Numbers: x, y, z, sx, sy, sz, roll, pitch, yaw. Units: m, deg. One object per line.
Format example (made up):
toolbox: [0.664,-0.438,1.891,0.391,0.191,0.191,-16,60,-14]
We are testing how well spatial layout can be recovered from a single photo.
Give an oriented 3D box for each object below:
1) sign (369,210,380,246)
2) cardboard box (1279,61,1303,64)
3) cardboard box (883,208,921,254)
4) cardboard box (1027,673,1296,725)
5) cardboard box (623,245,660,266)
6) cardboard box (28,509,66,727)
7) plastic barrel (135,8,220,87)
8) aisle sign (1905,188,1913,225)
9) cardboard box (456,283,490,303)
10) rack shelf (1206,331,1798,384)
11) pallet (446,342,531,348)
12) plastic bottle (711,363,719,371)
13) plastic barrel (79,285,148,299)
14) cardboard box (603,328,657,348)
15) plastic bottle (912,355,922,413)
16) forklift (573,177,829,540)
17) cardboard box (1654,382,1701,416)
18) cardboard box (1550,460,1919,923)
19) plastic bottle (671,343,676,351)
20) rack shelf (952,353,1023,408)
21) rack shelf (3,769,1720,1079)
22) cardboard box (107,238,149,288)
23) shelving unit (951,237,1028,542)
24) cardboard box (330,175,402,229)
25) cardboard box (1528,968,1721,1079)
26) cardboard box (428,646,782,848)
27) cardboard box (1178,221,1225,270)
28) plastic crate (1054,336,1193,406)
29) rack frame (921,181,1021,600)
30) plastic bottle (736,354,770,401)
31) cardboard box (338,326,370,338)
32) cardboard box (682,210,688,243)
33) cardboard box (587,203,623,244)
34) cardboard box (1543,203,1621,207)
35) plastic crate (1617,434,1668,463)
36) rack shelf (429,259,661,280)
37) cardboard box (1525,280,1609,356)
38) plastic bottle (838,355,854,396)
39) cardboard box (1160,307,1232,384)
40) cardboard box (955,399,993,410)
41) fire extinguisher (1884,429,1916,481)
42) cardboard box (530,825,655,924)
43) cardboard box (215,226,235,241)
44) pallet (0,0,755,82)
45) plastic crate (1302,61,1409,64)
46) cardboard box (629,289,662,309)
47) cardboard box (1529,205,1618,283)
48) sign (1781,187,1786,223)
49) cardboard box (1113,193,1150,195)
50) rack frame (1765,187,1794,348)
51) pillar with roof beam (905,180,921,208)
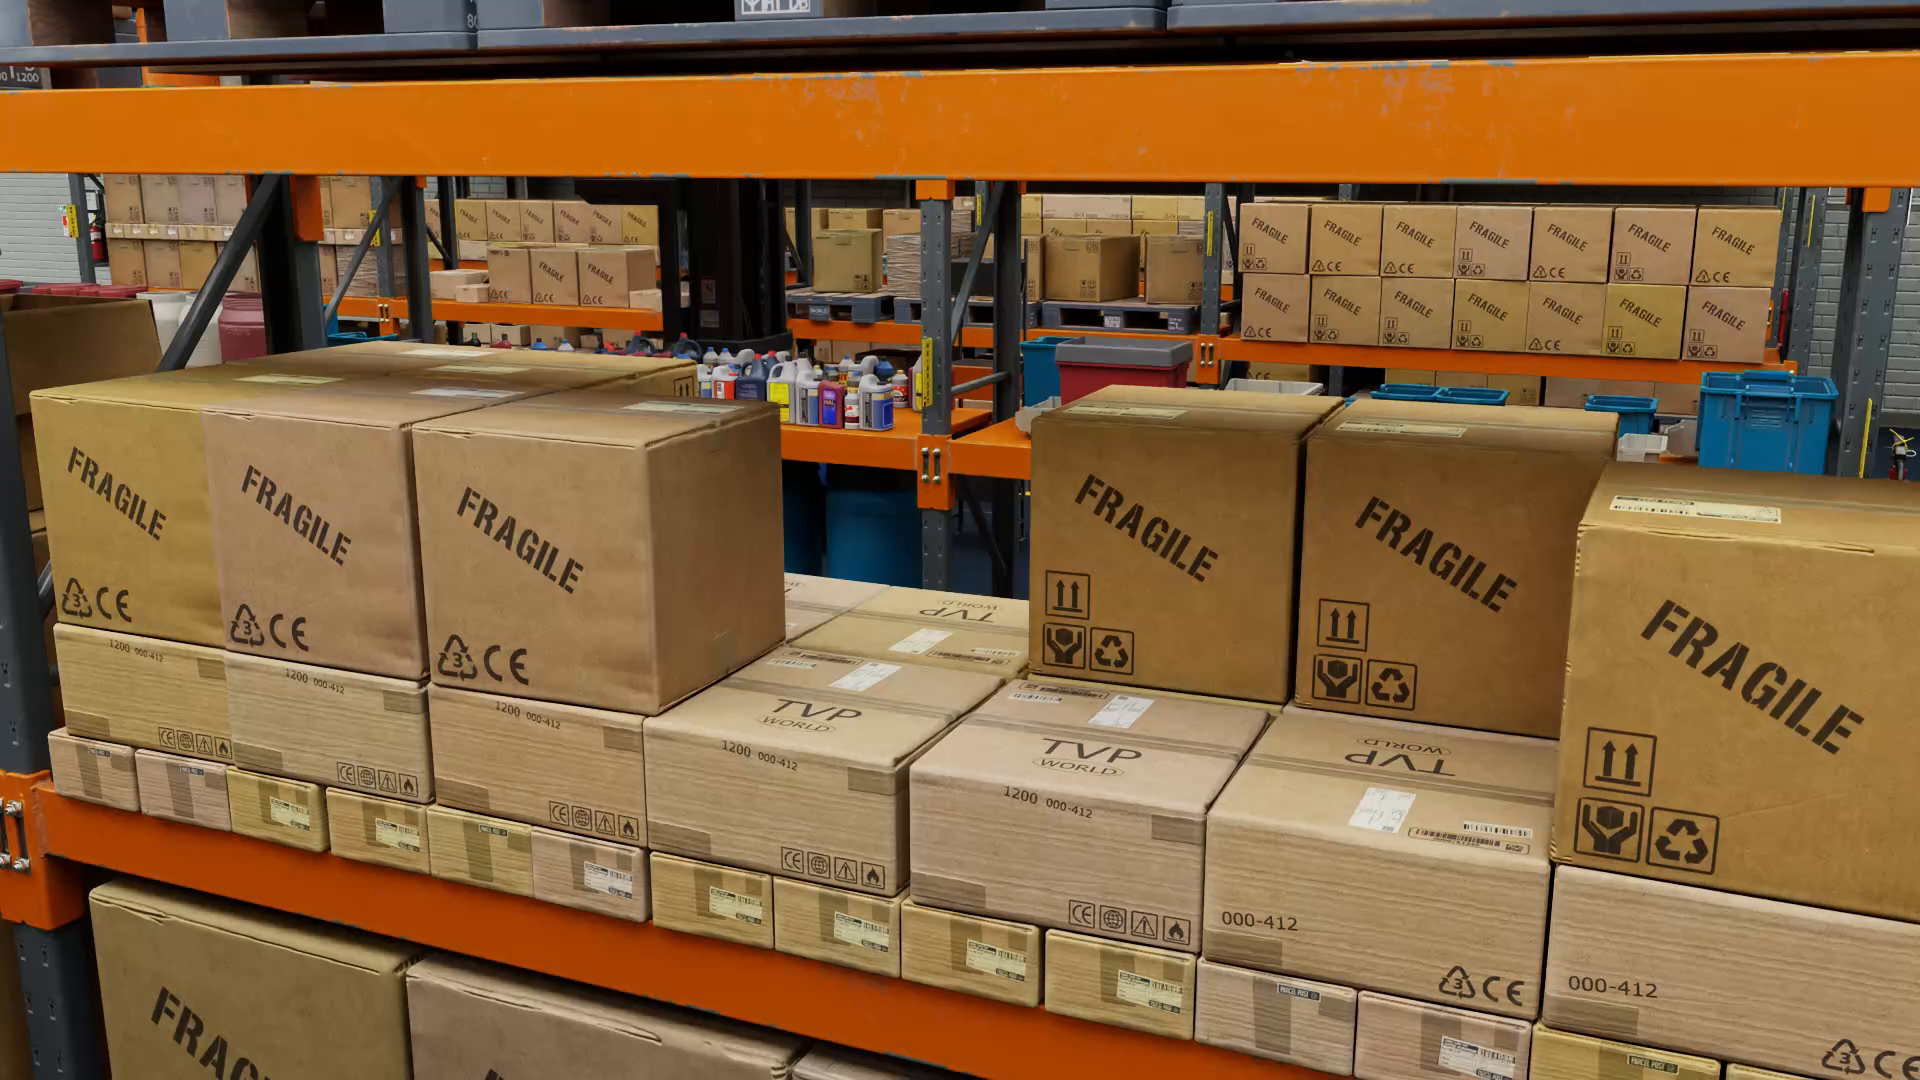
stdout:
sign: [-5.460,-2.908,15.513,0.005,0.325,0.100,6,14,23]
cardboard box: [2.421,-3.358,12.165,0.500,0.250,0.500,6,14,23]
cardboard box: [-0.532,-3.579,19.260,0.500,0.500,0.700,4,14,18]
cardboard box: [0.453,0.349,3.380,0.500,0.250,0.500,5,14,21]
cardboard box: [-3.790,-3.516,20.458,0.500,0.250,0.500,6,14,23]
cardboard box: [-2.477,0.210,4.074,0.500,0.500,0.500,6,14,23]
plastic barrel: [-4.850,-3.011,10.514,0.708,0.830,0.600,6,14,23]
aisle sign: [3.672,-1.617,6.390,0.004,0.787,0.394,6,14,23]
cardboard box: [-4.510,-2.317,15.613,0.250,0.149,0.380,6,14,23]
rack shelf: [3.906,-1.288,12.254,4.000,0.370,1.077,6,14,23]
pallet: [-6.093,-2.522,22.040,1.213,0.211,1.003,6,14,23]
plastic bottle: [-1.308,-0.816,8.950,0.097,0.271,0.097,0,13,0]
plastic barrel: [-5.394,-1.354,10.660,0.433,0.535,0.433,0,13,0]
cardboard box: [-4.199,-2.684,21.135,0.500,0.500,0.500,5,14,19]
plastic bottle: [-0.160,-0.869,9.002,0.185,0.351,0.144,6,14,23]
forklift: [-2.072,-1.570,12.029,3.031,2.935,1.130,4,14,18]
cardboard box: [7.057,-1.520,16.219,0.500,0.500,0.700,6,14,23]
cardboard box: [1.167,0.188,2.423,0.500,0.500,0.500,6,14,24]
plastic bottle: [-1.711,-1.019,9.788,0.133,0.283,0.061,6,14,23]
rack shelf: [0.151,-0.994,11.453,0.480,0.518,0.431,6,14,23]
rack shelf: [-0.110,0.780,3.438,4.000,0.370,1.077,6,14,23]
cardboard box: [-8.472,-2.937,17.486,0.500,0.500,0.700,6,14,23]
shelving unit: [0.151,-1.007,11.450,0.503,2.100,0.431,6,14,23]
cardboard box: [-5.645,-3.284,16.125,0.500,0.500,0.700,6,14,24]
cardboard box: [1.022,0.750,2.544,0.250,0.149,0.380,6,14,24]
cardboard box: [-0.686,0.365,3.309,0.500,0.250,0.500,6,15,25]
cardboard box: [2.630,-3.145,17.680,0.500,0.500,0.500,6,14,23]
plastic crate: [0.783,-0.715,7.964,0.583,0.464,0.402,6,14,23]
rack frame: [0.068,-0.789,8.553,0.127,3.000,1.000,6,14,23]
plastic bottle: [-1.074,-0.799,8.703,0.185,0.351,0.144,6,14,23]
cardboard box: [-6.202,-1.841,16.492,0.500,0.500,0.500,6,14,23]
cardboard box: [-3.579,-3.988,20.827,0.500,0.500,0.500,5,14,22]
cardboard box: [-4.250,-3.925,20.558,0.500,0.500,0.500,6,14,23]
cardboard box: [4.499,-2.179,12.069,0.500,0.500,0.500,6,14,24]
plastic crate: [2.906,-0.358,7.160,0.243,0.136,0.396,6,14,23]
rack shelf: [-5.062,-3.434,21.397,4.000,0.370,1.077,6,14,23]
cardboard box: [4.285,-1.581,11.710,0.500,0.500,0.500,6,14,24]
plastic bottle: [-0.631,-0.900,9.304,0.097,0.271,0.097,0,13,0]
cardboard box: [2.620,-2.131,18.058,0.750,0.750,0.750,6,15,25]
cardboard box: [0.138,-0.947,13.735,0.500,0.500,0.500,5,14,21]
fire extinguisher: [3.679,-0.091,6.563,0.183,0.674,0.296,6,14,23]
cardboard box: [-0.617,0.584,3.250,0.250,0.149,0.380,6,14,24]
cardboard box: [-7.217,-3.075,16.654,0.250,0.149,0.380,6,14,24]
pallet: [-1.195,-1.094,3.480,1.213,0.211,1.003,6,14,23]
plastic crate: [1.824,-2.092,7.796,0.530,0.282,0.437,6,14,23]
cardboard box: [-2.768,-2.178,15.020,0.250,0.149,0.380,7,15,27]
cardboard box: [4.278,-2.066,11.587,0.500,0.500,0.500,6,15,25]
sign: [7.505,-3.056,15.158,0.005,0.325,0.100,6,14,23]
cardboard box: [1.883,-3.713,18.455,0.500,0.250,0.500,5,14,22]
rack frame: [7.738,-2.489,15.794,0.127,3.000,1.000,6,14,23]
pillar with roof beam: [-2.159,-5.551,15.714,0.400,9.000,9.100,6,14,23]
